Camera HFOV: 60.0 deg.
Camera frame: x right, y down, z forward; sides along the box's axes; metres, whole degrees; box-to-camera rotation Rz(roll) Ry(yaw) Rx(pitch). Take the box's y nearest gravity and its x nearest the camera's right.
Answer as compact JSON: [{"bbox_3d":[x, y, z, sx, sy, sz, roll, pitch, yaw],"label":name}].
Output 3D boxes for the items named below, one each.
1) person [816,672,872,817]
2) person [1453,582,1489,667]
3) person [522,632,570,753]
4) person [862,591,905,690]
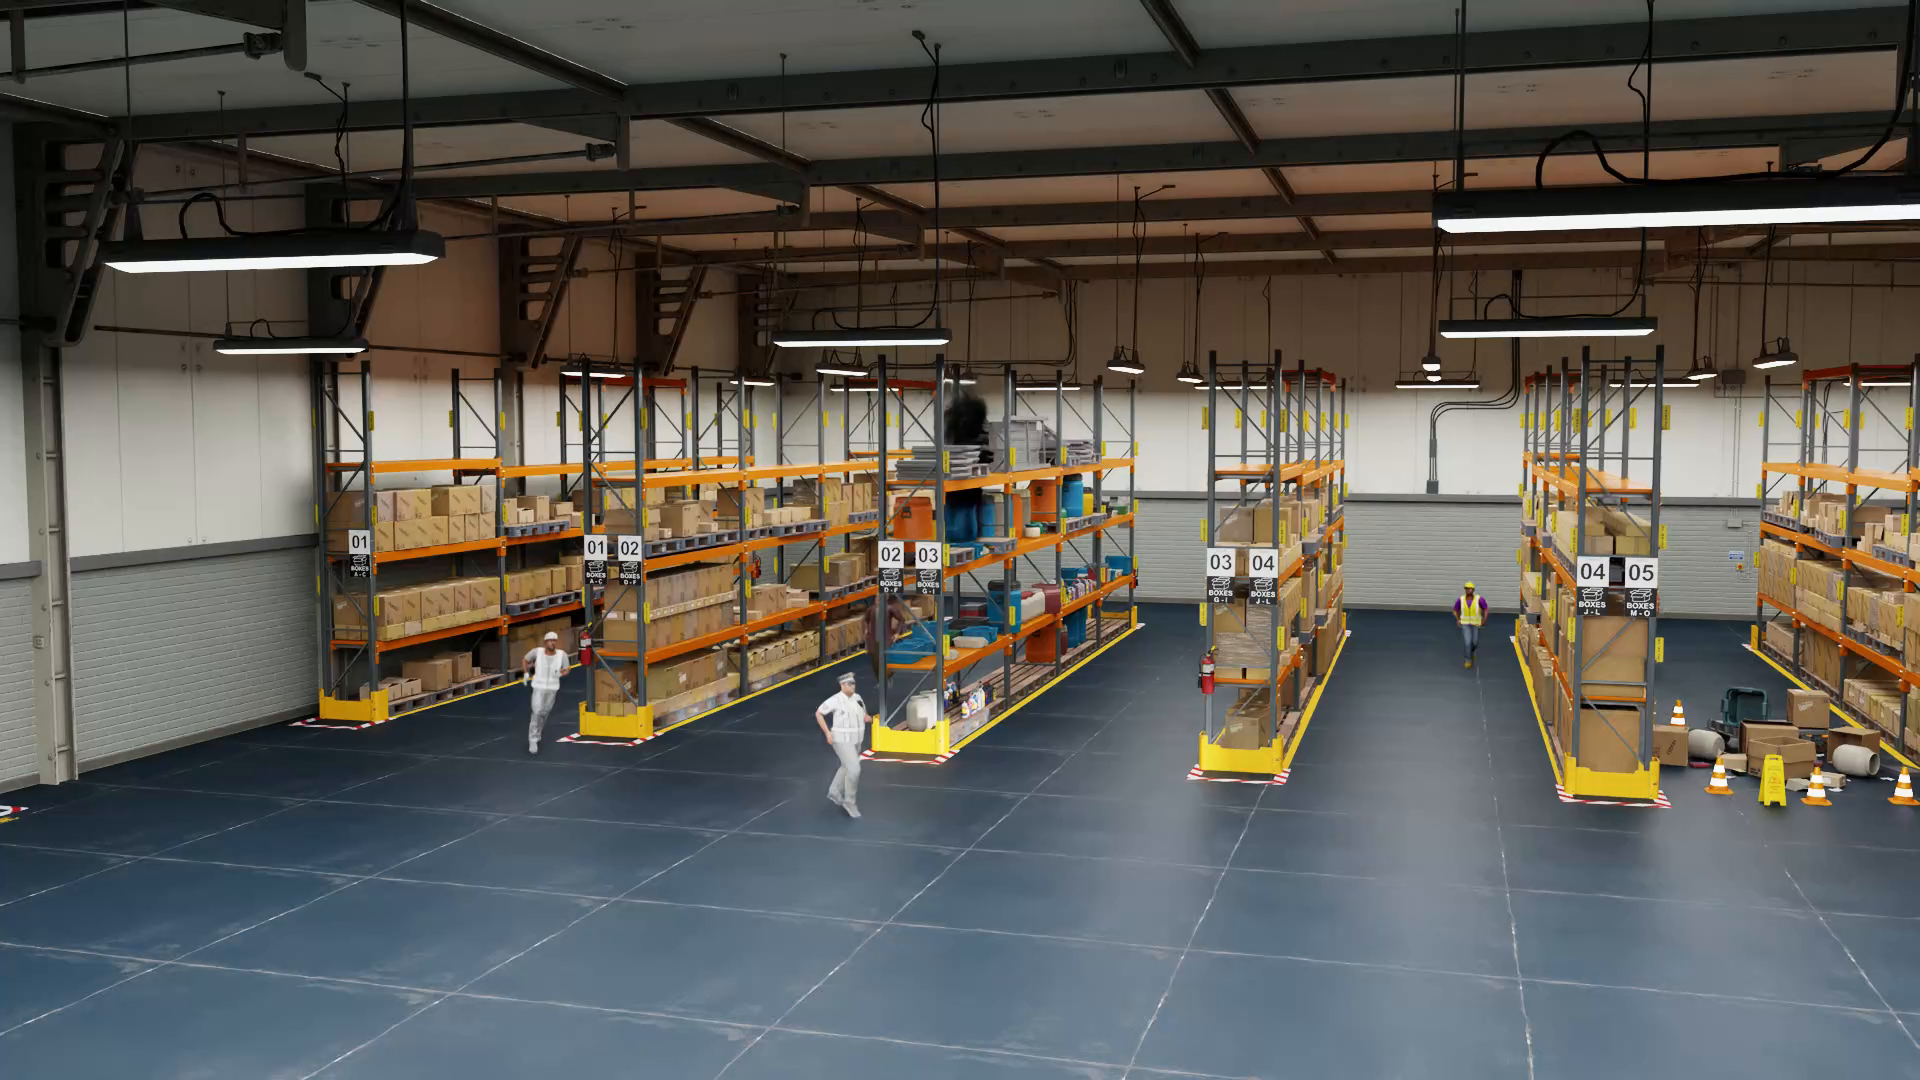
[{"bbox_3d":[-1.440,2.607,21.262,0.783,1.853,0.632,3,5,35],"label":"person"},{"bbox_3d":[10.398,1.725,33.889,0.698,1.729,0.546,1,4,20],"label":"person"},{"bbox_3d":[-6.356,2.299,25.571,0.708,1.795,0.903,-2,5,-26],"label":"person"},{"bbox_3d":[-1.393,1.766,29.068,0.758,1.753,0.563,1,4,19],"label":"person"}]
